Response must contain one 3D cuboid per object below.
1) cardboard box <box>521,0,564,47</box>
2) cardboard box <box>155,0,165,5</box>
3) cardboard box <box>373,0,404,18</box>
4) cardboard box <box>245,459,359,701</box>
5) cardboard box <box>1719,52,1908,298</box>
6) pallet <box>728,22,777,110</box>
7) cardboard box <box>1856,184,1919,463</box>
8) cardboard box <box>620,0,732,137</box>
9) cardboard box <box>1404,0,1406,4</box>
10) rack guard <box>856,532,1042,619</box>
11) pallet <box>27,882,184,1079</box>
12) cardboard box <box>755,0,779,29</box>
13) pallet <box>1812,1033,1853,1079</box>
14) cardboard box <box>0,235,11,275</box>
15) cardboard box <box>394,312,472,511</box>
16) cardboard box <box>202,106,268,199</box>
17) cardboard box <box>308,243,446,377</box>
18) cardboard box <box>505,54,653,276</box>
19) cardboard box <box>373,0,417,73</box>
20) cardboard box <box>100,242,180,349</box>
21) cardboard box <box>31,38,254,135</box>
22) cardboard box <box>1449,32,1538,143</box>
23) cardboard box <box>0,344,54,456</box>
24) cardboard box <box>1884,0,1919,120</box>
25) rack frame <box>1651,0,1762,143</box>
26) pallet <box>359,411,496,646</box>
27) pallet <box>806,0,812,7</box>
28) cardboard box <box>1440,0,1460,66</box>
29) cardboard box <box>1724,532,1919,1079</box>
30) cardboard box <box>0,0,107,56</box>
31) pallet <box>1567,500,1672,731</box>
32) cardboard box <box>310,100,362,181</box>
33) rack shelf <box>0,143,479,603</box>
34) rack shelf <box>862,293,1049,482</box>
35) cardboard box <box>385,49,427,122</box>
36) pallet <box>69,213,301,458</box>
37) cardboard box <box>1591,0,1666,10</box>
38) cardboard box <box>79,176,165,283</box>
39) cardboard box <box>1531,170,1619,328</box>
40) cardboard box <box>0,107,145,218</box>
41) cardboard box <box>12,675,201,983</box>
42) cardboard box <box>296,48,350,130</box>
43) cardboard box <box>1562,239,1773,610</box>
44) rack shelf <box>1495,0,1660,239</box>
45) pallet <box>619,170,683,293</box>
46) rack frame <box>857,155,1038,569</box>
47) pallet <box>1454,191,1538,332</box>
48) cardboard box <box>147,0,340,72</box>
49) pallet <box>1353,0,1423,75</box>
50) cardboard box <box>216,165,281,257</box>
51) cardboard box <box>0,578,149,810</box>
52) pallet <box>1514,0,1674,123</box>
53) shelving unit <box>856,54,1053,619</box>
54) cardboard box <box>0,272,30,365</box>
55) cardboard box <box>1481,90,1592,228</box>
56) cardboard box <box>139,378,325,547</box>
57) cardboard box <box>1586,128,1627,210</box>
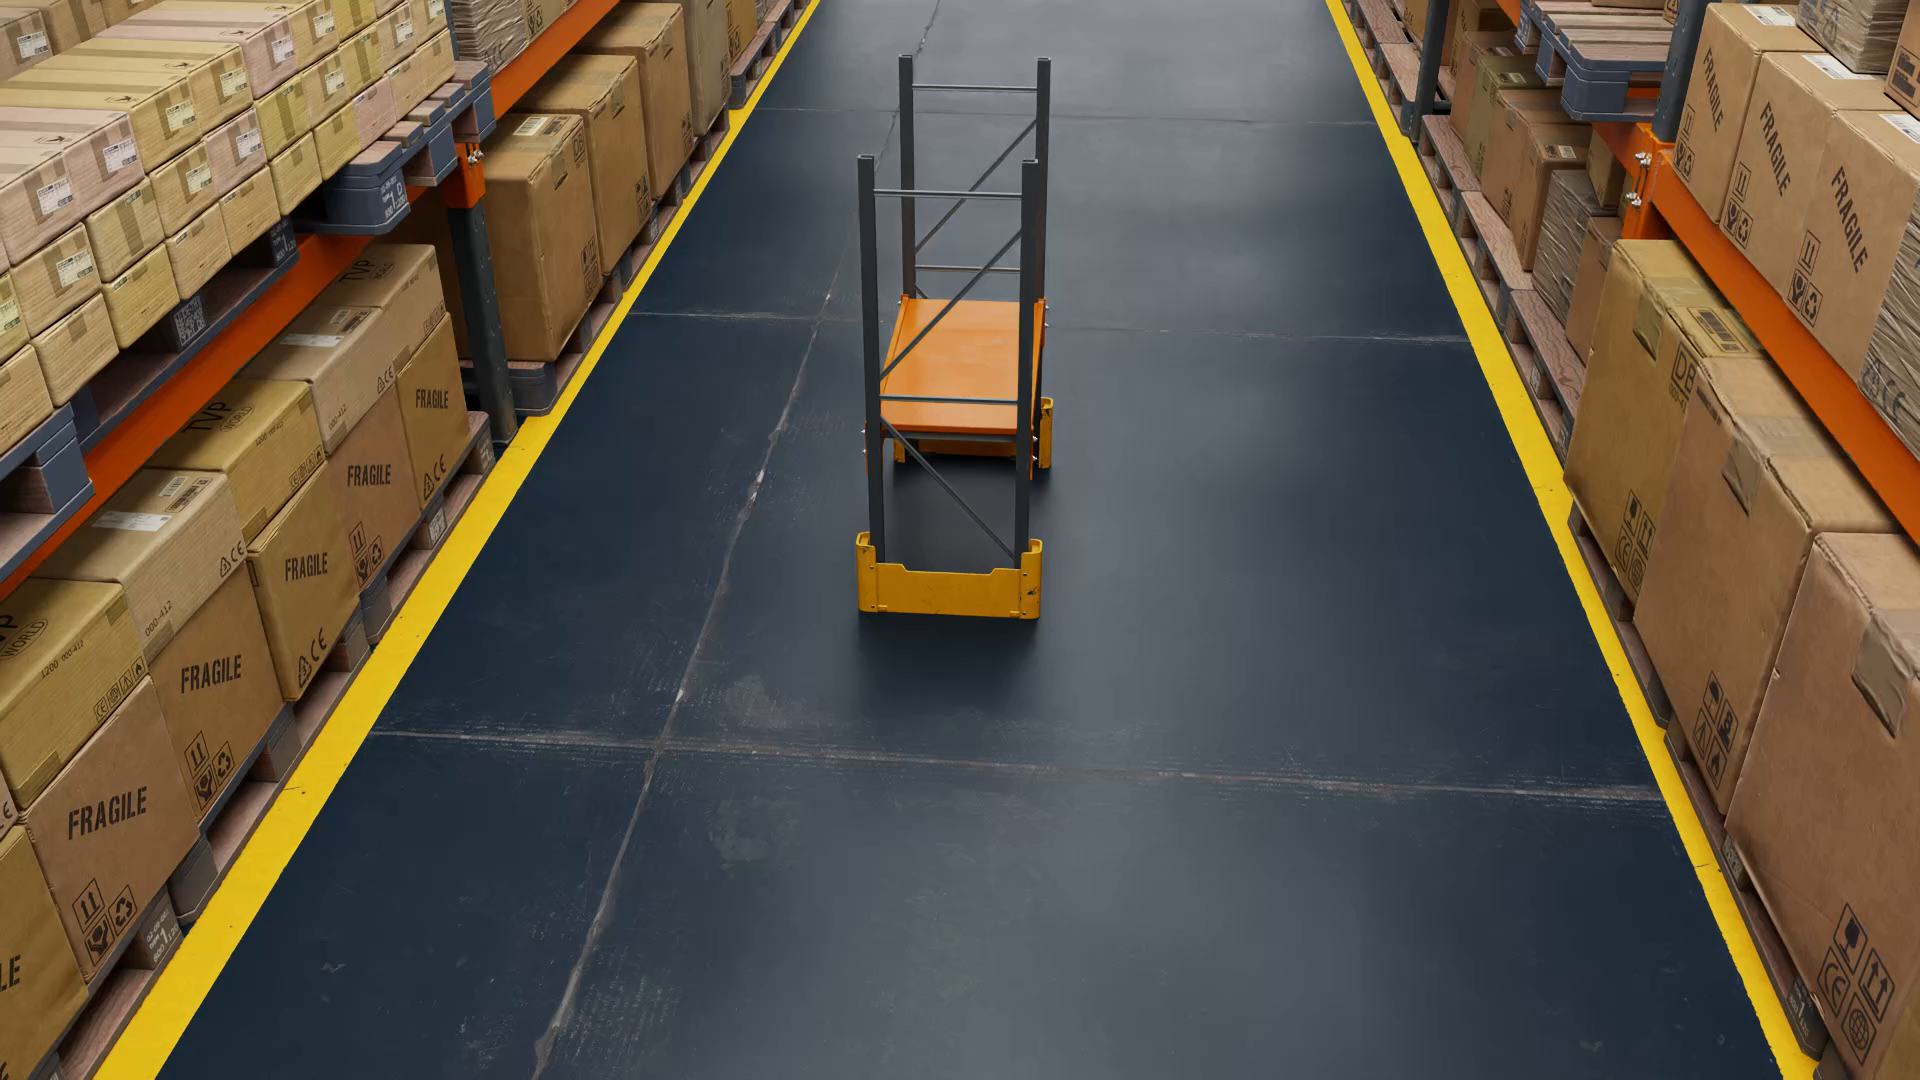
[{"bbox_3d":[-1.866,-2.218,6.395,0.500,0.500,0.500,2,32,4],"label":"cardboard box"},{"bbox_3d":[-2.460,-1.637,4.820,0.380,0.149,0.250,2,32,3],"label":"cardboard box"},{"bbox_3d":[-1.816,-1.604,4.766,0.380,0.149,0.250,2,32,3],"label":"cardboard box"},{"bbox_3d":[-2.076,0.103,4.706,0.500,0.500,0.500,1,32,2],"label":"cardboard box"},{"bbox_3d":[2.375,-0.952,4.340,0.500,0.500,0.500,2,32,3],"label":"cardboard box"},{"bbox_3d":[-1.745,-2.985,10.393,1.003,0.211,1.213,2,32,4],"label":"pallet"},{"bbox_3d":[2.294,-0.422,3.481,0.500,0.500,0.500,3,32,4],"label":"cardboard box"},{"bbox_3d":[-1.845,-2.670,8.968,1.050,0.750,0.750,2,32,4],"label":"cardboard box"},{"bbox_3d":[3.225,-3.753,10.963,0.500,0.500,0.500,5,32,9],"label":"cardboard box"},{"bbox_3d":[-0.034,0.114,5.327,0.587,0.250,0.087,2,32,4],"label":"rack guard"},{"bbox_3d":[-2.474,1.185,3.625,1.003,0.211,1.213,2,32,4],"label":"pallet"},{"bbox_3d":[-1.694,-3.850,10.762,0.875,0.875,0.875,3,32,4],"label":"cardboard box"},{"bbox_3d":[2.387,1.450,3.195,1.003,0.211,1.213,2,32,4],"label":"pallet"},{"bbox_3d":[-1.982,-0.517,3.001,0.380,0.149,0.250,2,32,3],"label":"cardboard box"},{"bbox_3d":[-2.003,-0.446,5.596,0.500,0.500,0.500,2,32,4],"label":"cardboard box"},{"bbox_3d":[-1.899,-0.932,3.960,0.380,0.149,0.250,3,32,5],"label":"cardboard box"},{"bbox_3d":[-2.005,-0.751,5.378,0.500,0.250,0.500,2,32,3],"label":"cardboard box"},{"bbox_3d":[-2.003,-1.679,7.360,1.050,0.750,0.750,3,32,5],"label":"cardboard box"},{"bbox_3d":[-1.817,-1.467,4.828,0.380,0.149,0.250,4,32,6],"label":"cardboard box"},{"bbox_3d":[-1.944,-0.536,3.600,0.380,0.149,0.250,2,32,3],"label":"cardboard box"},{"bbox_3d":[-1.901,-1.059,3.882,0.380,0.149,0.250,4,32,6],"label":"cardboard box"},{"bbox_3d":[2.979,-2.316,8.613,0.700,0.500,0.500,0,32,0],"label":"cardboard box"},{"bbox_3d":[-1.983,-0.260,3.152,0.380,0.149,0.250,3,32,4],"label":"cardboard box"},{"bbox_3d":[2.594,-1.169,3.736,0.797,0.503,0.637,3,32,5],"label":"cardboard box"},{"bbox_3d":[2.725,-1.422,5.198,1.000,3.000,0.127,2,32,4],"label":"rack frame"},{"bbox_3d":[-2.275,-0.091,5.696,1.003,0.211,1.213,2,32,4],"label":"pallet"},{"bbox_3d":[-1.546,-4.261,12.463,1.003,0.211,1.213,2,32,4],"label":"pallet"},{"bbox_3d":[3.162,-3.135,9.960,0.500,0.500,0.500,13,34,19],"label":"cardboard box"},{"bbox_3d":[2.504,0.593,3.554,1.225,0.875,0.875,1,32,2],"label":"cardboard box"},{"bbox_3d":[-2.507,-1.371,4.387,0.380,0.149,0.250,1,32,2],"label":"cardboard box"},{"bbox_3d":[2.586,0.175,5.266,1.003,0.211,1.213,2,32,4],"label":"pallet"},{"bbox_3d":[-1.859,-1.086,4.492,0.380,0.149,0.250,2,32,3],"label":"cardboard box"},{"bbox_3d":[-2.373,-0.334,4.119,1.077,0.370,4.000,2,32,4],"label":"rack shelf"},{"bbox_3d":[0.007,-0.530,5.523,0.538,0.185,1.000,2,32,4],"label":"rack shelf"},{"bbox_3d":[-1.814,-1.351,4.922,0.380,0.149,0.250,2,32,4],"label":"cardboard box"},{"bbox_3d":[-2.330,-0.568,3.995,1.003,0.211,1.213,2,32,4],"label":"pallet"},{"bbox_3d":[2.675,-2.223,6.003,0.700,0.500,0.500,7,32,11],"label":"cardboard box"},{"bbox_3d":[-1.943,-0.666,3.527,0.380,0.149,0.250,2,32,3],"label":"cardboard box"},{"bbox_3d":[2.792,-1.187,6.779,0.700,0.500,0.500,0,32,0],"label":"cardboard box"},{"bbox_3d":[-1.941,-0.782,3.432,0.380,0.149,0.250,4,32,6],"label":"cardboard box"},{"bbox_3d":[-2.170,0.639,3.836,0.500,0.500,0.500,4,32,6],"label":"cardboard box"},{"bbox_3d":[-1.856,-1.199,4.392,0.380,0.149,0.250,3,32,4],"label":"cardboard box"},{"bbox_3d":[2.648,-0.336,5.061,1.225,0.875,0.875,1,32,2],"label":"cardboard box"},{"bbox_3d":[2.888,-2.161,7.083,1.077,0.370,4.000,2,32,4],"label":"rack shelf"},{"bbox_3d":[-1.969,-1.544,8.055,1.003,0.211,1.213,2,32,4],"label":"pallet"},{"bbox_3d":[-0.034,-0.417,4.998,0.500,1.500,0.032,2,32,4],"label":"rack frame"},{"bbox_3d":[2.892,-1.279,7.625,1.003,0.211,1.213,2,32,4],"label":"pallet"},{"bbox_3d":[-1.855,-1.328,4.317,0.380,0.149,0.250,3,32,5],"label":"cardboard box"},{"bbox_3d":[3.167,-3.318,10.934,1.003,0.211,1.213,2,32,4],"label":"pallet"},{"bbox_3d":[-1.902,-0.810,4.045,0.380,0.149,0.250,3,32,5],"label":"cardboard box"},{"bbox_3d":[-2.171,0.318,3.643,0.500,0.250,0.500,3,32,5],"label":"cardboard box"},{"bbox_3d":[2.677,-1.717,5.860,1.213,0.211,1.003,2,32,4],"label":"pallet"},{"bbox_3d":[0.006,-0.678,5.421,0.587,1.500,1.083,2,32,4],"label":"shelving unit"},{"bbox_3d":[-1.985,-0.386,3.073,0.380,0.149,0.250,1,32,2],"label":"cardboard box"},{"bbox_3d":[2.877,-1.775,7.734,0.700,0.500,0.500,0,32,0],"label":"cardboard box"},{"bbox_3d":[-2.092,-0.222,4.518,0.500,0.250,0.500,3,32,5],"label":"cardboard box"},{"bbox_3d":[2.783,-1.493,6.563,0.500,0.250,0.500,6,32,10],"label":"cardboard box"}]
